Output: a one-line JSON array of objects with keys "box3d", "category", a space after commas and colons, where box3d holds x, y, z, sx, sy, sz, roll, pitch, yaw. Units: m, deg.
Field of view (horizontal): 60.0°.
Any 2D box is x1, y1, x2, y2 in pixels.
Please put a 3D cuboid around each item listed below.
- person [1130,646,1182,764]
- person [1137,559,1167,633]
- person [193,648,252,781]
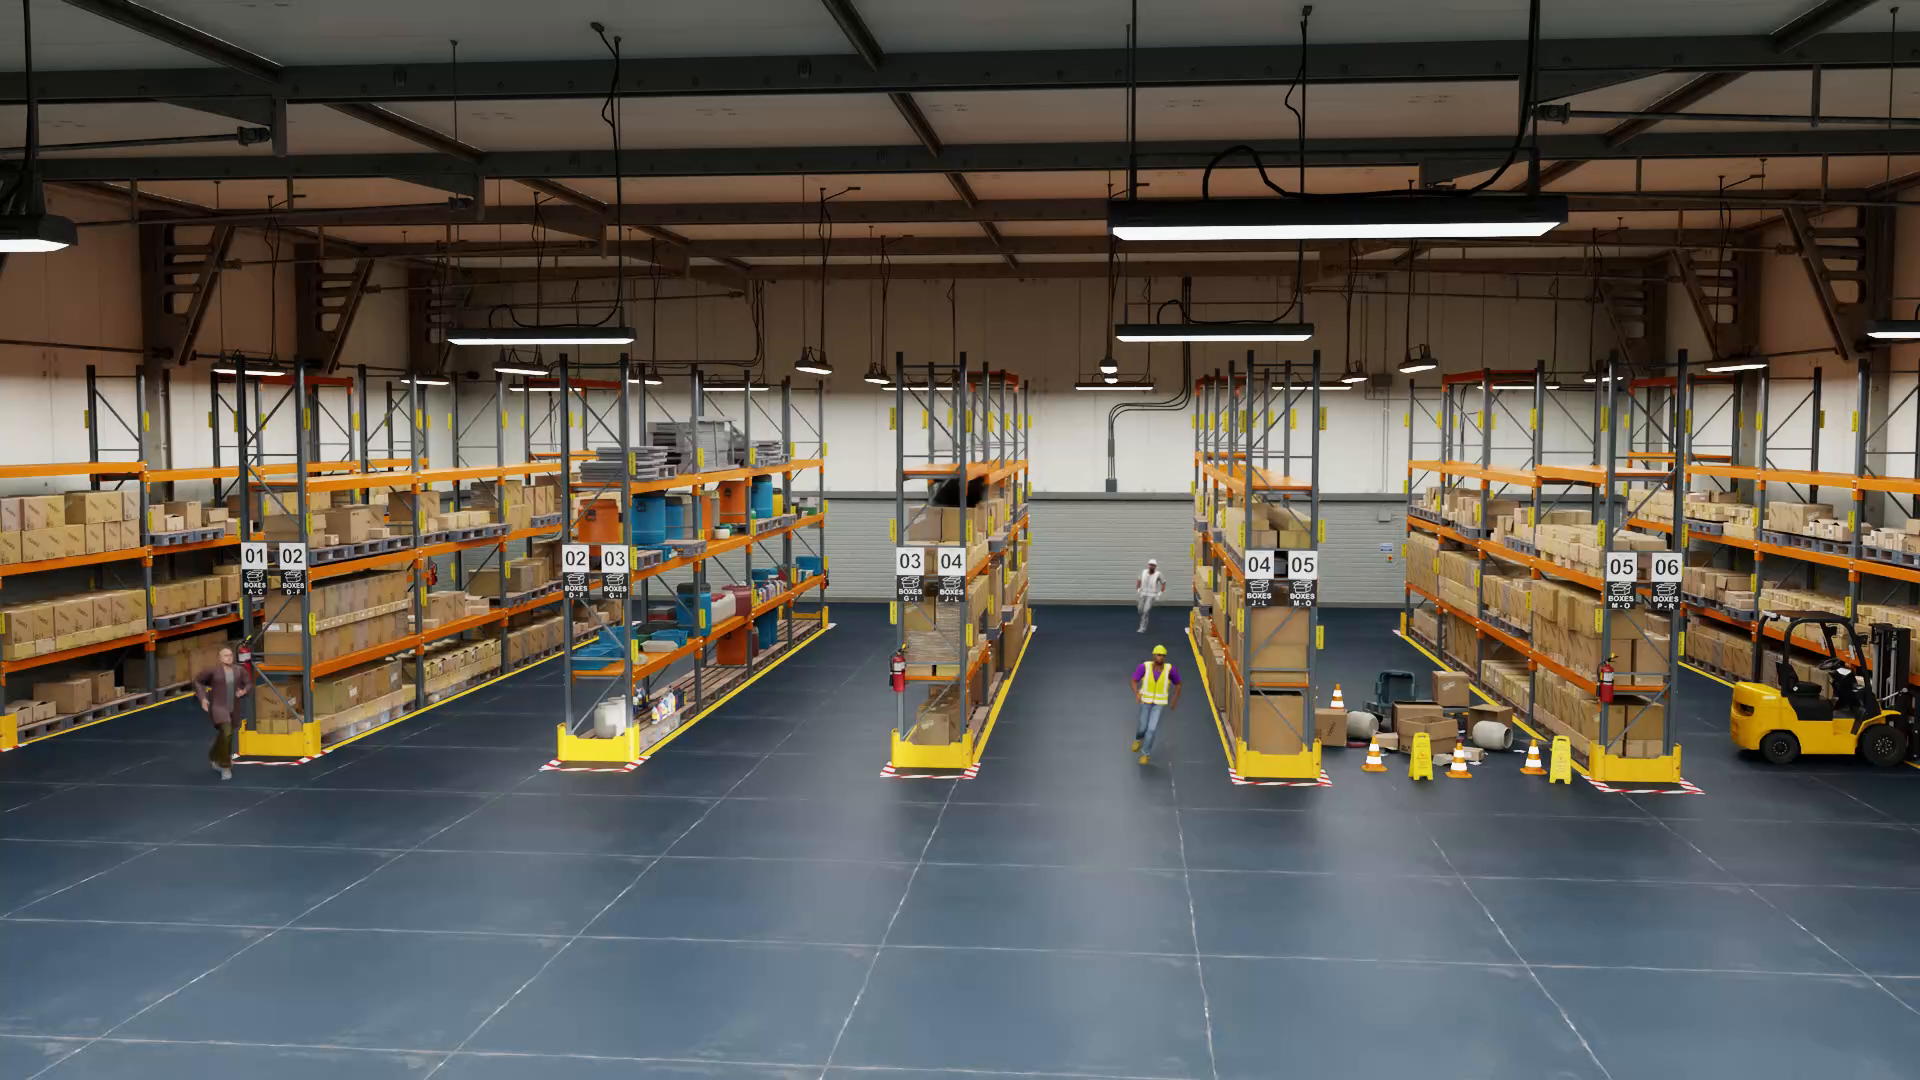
[{"box3d": [2.902, 2.407, 24.629, 0.754, 1.730, 0.708, 0, 4, 3], "category": "person"}, {"box3d": [4.535, 1.327, 39.518, 0.727, 1.737, 0.711, 2, 4, 24], "category": "person"}, {"box3d": [-10.430, 2.443, 23.612, 0.856, 1.835, 0.706, 3, 5, 36], "category": "person"}]
